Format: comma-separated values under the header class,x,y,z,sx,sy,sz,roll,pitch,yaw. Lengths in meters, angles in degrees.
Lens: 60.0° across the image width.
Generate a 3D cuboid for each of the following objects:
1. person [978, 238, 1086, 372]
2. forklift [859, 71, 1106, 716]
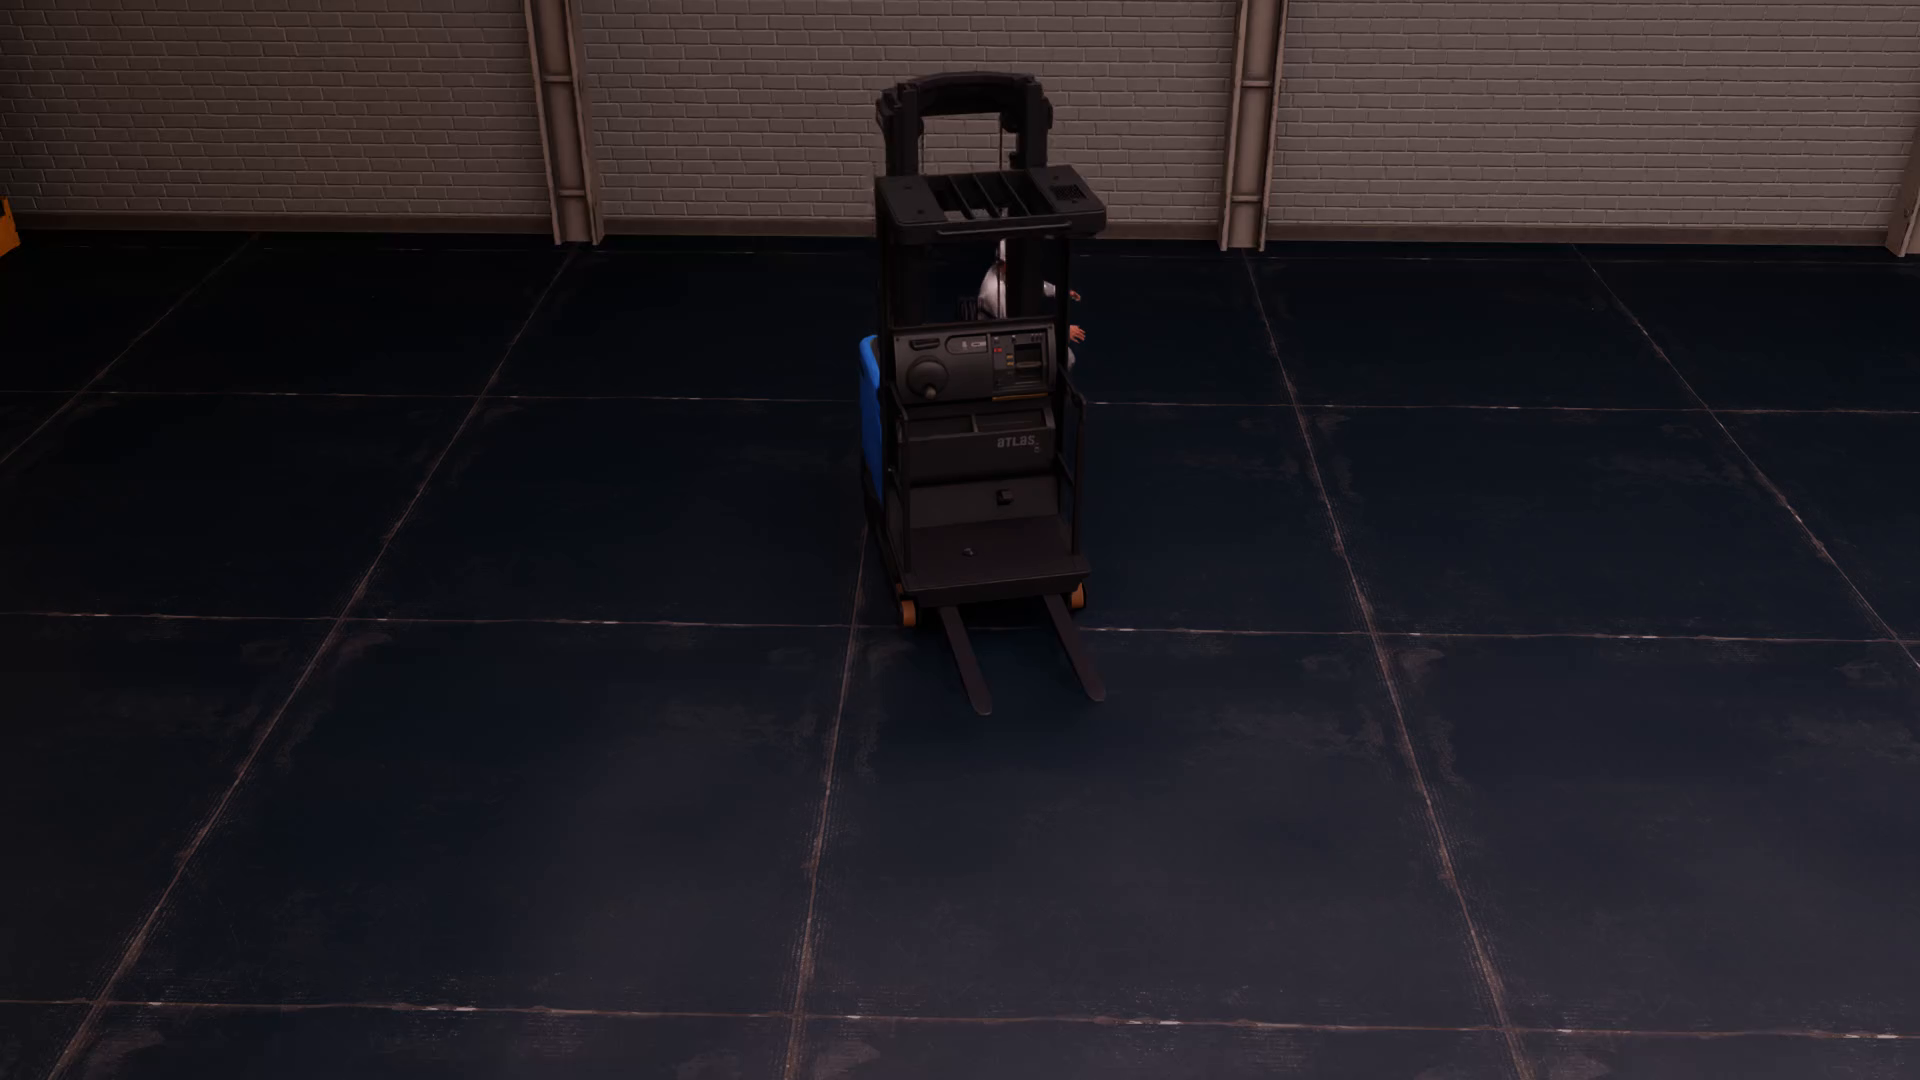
class,x,y,z,sx,sy,sz,roll,pitch,yaw
person,0.493,-1.342,11.289,0.775,1.569,0.837,6,31,10
forklift,0.131,-0.958,9.239,1.130,2.935,3.031,-6,31,-10
